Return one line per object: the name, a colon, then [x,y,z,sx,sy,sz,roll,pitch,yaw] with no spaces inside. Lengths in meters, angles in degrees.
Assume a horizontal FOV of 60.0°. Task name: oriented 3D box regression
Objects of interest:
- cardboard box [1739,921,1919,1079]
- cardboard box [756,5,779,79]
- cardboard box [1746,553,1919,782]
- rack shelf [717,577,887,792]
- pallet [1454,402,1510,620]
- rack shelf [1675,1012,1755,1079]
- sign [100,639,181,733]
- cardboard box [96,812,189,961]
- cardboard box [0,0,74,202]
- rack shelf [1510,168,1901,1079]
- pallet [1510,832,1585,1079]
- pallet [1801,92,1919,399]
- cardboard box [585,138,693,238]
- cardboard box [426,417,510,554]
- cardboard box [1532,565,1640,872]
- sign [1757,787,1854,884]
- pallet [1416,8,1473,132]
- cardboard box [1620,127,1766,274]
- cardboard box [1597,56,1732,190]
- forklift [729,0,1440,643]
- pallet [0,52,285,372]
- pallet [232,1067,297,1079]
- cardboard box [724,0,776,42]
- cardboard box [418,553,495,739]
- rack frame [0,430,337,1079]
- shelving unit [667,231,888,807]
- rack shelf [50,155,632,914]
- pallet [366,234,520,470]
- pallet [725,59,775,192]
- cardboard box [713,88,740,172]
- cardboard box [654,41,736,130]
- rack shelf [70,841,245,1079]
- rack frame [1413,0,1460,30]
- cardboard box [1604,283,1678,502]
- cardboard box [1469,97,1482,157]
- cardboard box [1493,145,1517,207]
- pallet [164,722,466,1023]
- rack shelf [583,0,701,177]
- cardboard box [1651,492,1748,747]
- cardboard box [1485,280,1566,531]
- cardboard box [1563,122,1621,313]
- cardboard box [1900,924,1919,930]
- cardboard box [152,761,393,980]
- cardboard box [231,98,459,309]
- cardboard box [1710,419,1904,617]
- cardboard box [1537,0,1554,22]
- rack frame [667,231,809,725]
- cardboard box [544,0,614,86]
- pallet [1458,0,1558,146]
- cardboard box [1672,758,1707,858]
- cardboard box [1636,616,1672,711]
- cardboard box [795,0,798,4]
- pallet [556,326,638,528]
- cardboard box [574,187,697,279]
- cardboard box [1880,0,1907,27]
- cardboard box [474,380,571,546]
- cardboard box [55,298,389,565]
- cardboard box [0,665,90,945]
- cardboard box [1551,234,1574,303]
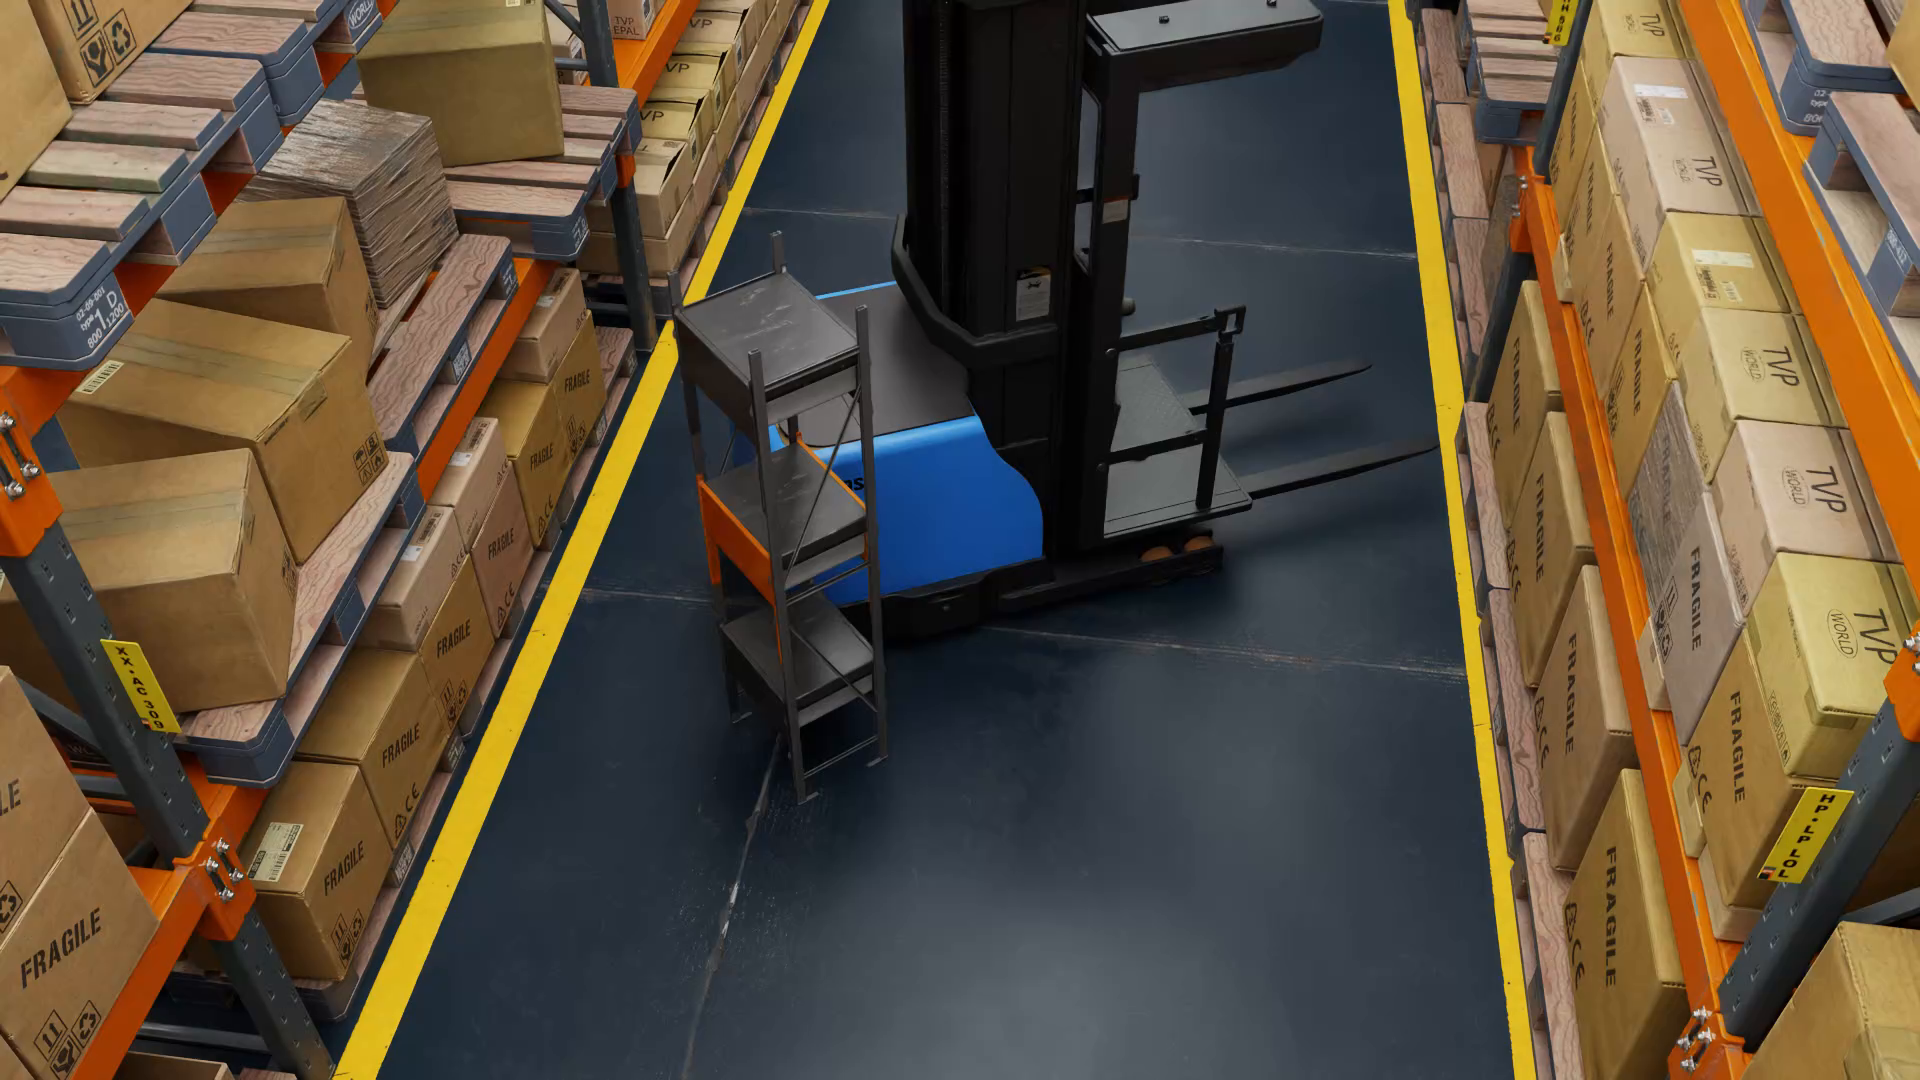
cardboard box: [2.284,1.337,3.438,0.980,0.700,0.700,6,44,6]
cardboard box: [-1.384,-2.974,9.904,0.500,0.250,0.500,6,44,6]
cardboard box: [2.180,0.312,3.890,0.500,0.250,0.500,6,44,7]
rack shelf: [-0.583,0.530,6.201,0.431,0.518,0.480,-26,49,-25]
pallet: [2.722,-0.105,7.208,1.003,0.211,1.213,5,44,6]
rack shelf: [2.108,2.702,2.738,1.077,0.370,4.000,5,44,6]
sign: [-2.000,0.360,4.059,0.100,0.325,0.005,5,44,6]
cardboard box: [-2.757,1.015,5.494,0.500,0.500,0.500,5,44,5]
cardboard box: [-2.399,-1.021,3.514,0.600,0.600,0.600,1,43,2]
rack shelf: [2.637,-0.024,5.617,1.077,0.370,4.000,5,44,6]
pallet: [2.400,1.557,5.452,1.003,0.211,1.213,5,44,6]
pallet: [2.445,-0.571,3.629,0.805,0.209,1.217,4,44,4]
cardboard box: [-1.649,-1.784,8.239,0.500,0.311,0.500,7,44,7]
cardboard box: [-2.035,-0.225,6.259,0.500,0.250,0.500,4,44,5]
cardboard box: [2.444,0.645,5.645,0.750,0.750,0.750,6,44,7]
sign: [1.833,0.643,3.604,0.100,0.325,0.005,5,44,6]
pallet: [3.328,-2.831,10.087,1.003,0.211,1.213,5,44,6]
cardboard box: [2.453,-1.079,5.359,0.500,0.250,0.500,6,44,6]
cardboard box: [2.515,-1.420,5.719,0.500,0.250,0.500,5,44,5]
forklift: [0.594,-1.205,6.391,3.031,2.935,1.130,-13,45,-14]
pallet: [-2.383,-0.829,3.899,1.213,0.211,1.003,5,44,6]
pallet: [-2.630,2.111,4.868,1.003,0.211,1.213,5,44,6]
cardboard box: [-1.381,-3.183,9.716,0.500,0.311,0.500,5,44,5]
cardboard box: [-2.100,0.366,6.180,0.500,0.500,0.500,6,44,6]
rack frame: [-2.538,0.630,4.403,1.000,3.000,0.127,5,44,6]
shelving unit: [-0.583,0.012,5.711,0.431,2.100,0.503,-26,49,-25]
rack shelf: [-2.274,-0.472,6.090,1.077,0.370,4.000,5,44,6]
pallet: [-2.262,-0.701,5.948,1.003,0.211,1.213,5,44,6]
pallet: [-1.698,-2.470,9.705,1.003,0.211,1.213,5,44,6]
cardboard box: [-1.521,-2.278,9.169,0.500,0.250,0.500,4,44,4]
cardboard box: [-1.519,-2.490,8.985,0.500,0.311,0.500,4,44,4]
rack shelf: [-2.803,2.254,3.211,1.077,0.370,4.000,5,44,6]
rack frame: [3.430,-4.374,9.688,1.000,3.000,0.127,5,44,6]
cardboard box: [2.377,-0.442,5.232,0.500,0.500,0.500,6,44,7]
cardboard box: [3.223,-2.423,9.125,0.700,0.500,0.500,6,44,6]
cardboard box: [3.128,-1.736,8.400,0.700,0.500,0.500,5,44,5]
pallet: [-2.468,1.085,5.951,1.003,0.211,1.213,5,44,6]
rack shelf: [-1.745,-3.198,8.969,1.077,0.370,4.000,5,44,6]
cardboard box: [2.241,0.240,4.511,0.500,0.500,0.500,6,44,6]
cardboard box: [2.674,-0.531,6.887,0.750,0.750,0.750,5,44,5]
cardboard box: [2.505,-1.136,5.965,0.500,0.500,0.500,7,44,7]
cardboard box: [2.613,0.951,4.232,0.380,0.149,0.250,4,44,4]
cardboard box: [-2.233,1.070,5.436,0.500,0.500,0.500,3,44,4]
cardboard box: [-2.291,-1.240,5.999,0.700,0.500,0.500,13,45,13]
cardboard box: [2.258,-0.035,4.257,0.500,0.250,0.500,6,44,6]
cardboard box: [3.000,-2.549,7.368,0.700,0.500,0.500,1,43,2]
rack frame: [-0.725,-0.125,5.855,0.400,2.100,0.015,-26,49,-25]
cardboard box: [-1.918,-2.308,7.570,0.500,0.311,0.500,8,44,8]
pallet: [2.890,-2.074,7.398,1.213,0.211,1.003,5,44,6]
cardboard box: [2.146,0.731,4.464,0.380,0.149,0.250,6,44,6]
cardboard box: [2.202,0.373,4.842,0.380,0.149,0.250,5,44,6]
cardboard box: [-1.248,-3.667,10.636,0.500,0.250,0.500,5,44,5]
pallet: [-2.146,-0.578,7.707,1.003,0.211,1.213,5,44,6]
cardboard box: [-1.649,-1.580,8.432,0.500,0.250,0.500,5,44,5]
cardboard box: [2.737,-1.518,4.097,0.700,0.500,0.500,5,44,5]
cardboard box: [-1.969,-0.337,6.922,0.500,0.500,0.500,4,44,4]
cardboard box: [-2.226,-0.336,5.045,0.700,0.500,0.500,12,45,12]
cardboard box: [-2.349,0.599,3.636,0.500,0.500,0.500,5,44,6]
cardboard box: [2.467,-1.017,6.310,0.380,0.149,0.250,6,44,7]
